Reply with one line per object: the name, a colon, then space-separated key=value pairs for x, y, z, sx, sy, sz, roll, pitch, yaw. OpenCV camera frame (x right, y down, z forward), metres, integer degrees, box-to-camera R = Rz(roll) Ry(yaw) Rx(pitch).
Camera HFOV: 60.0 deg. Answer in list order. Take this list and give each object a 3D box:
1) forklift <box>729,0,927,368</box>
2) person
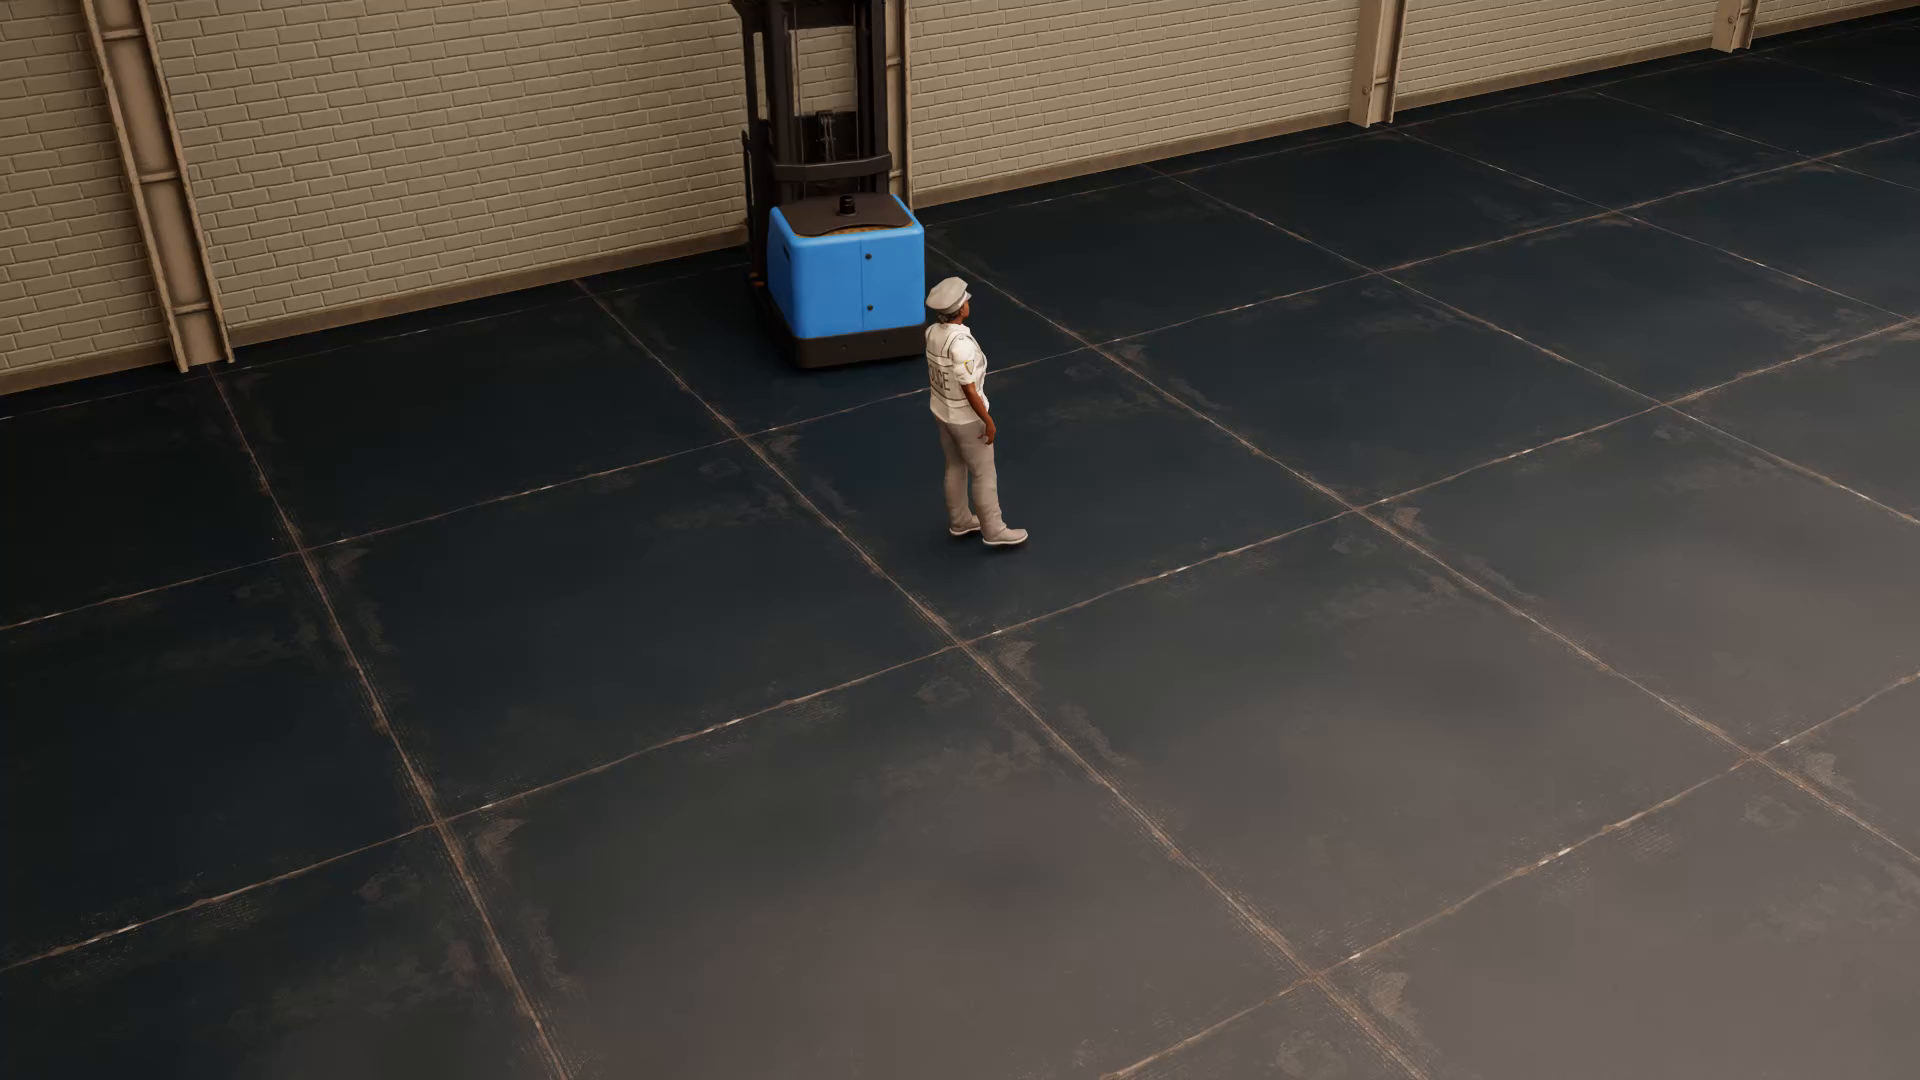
forklift: x=-1.172 y=-3.296 z=13.151 sx=1.130 sy=2.935 sz=3.031 roll=-9 pitch=32 yaw=-15
person: x=0.074 y=-0.779 z=10.059 sx=0.528 sy=1.697 sz=0.570 roll=-17 pitch=35 yaw=-26
